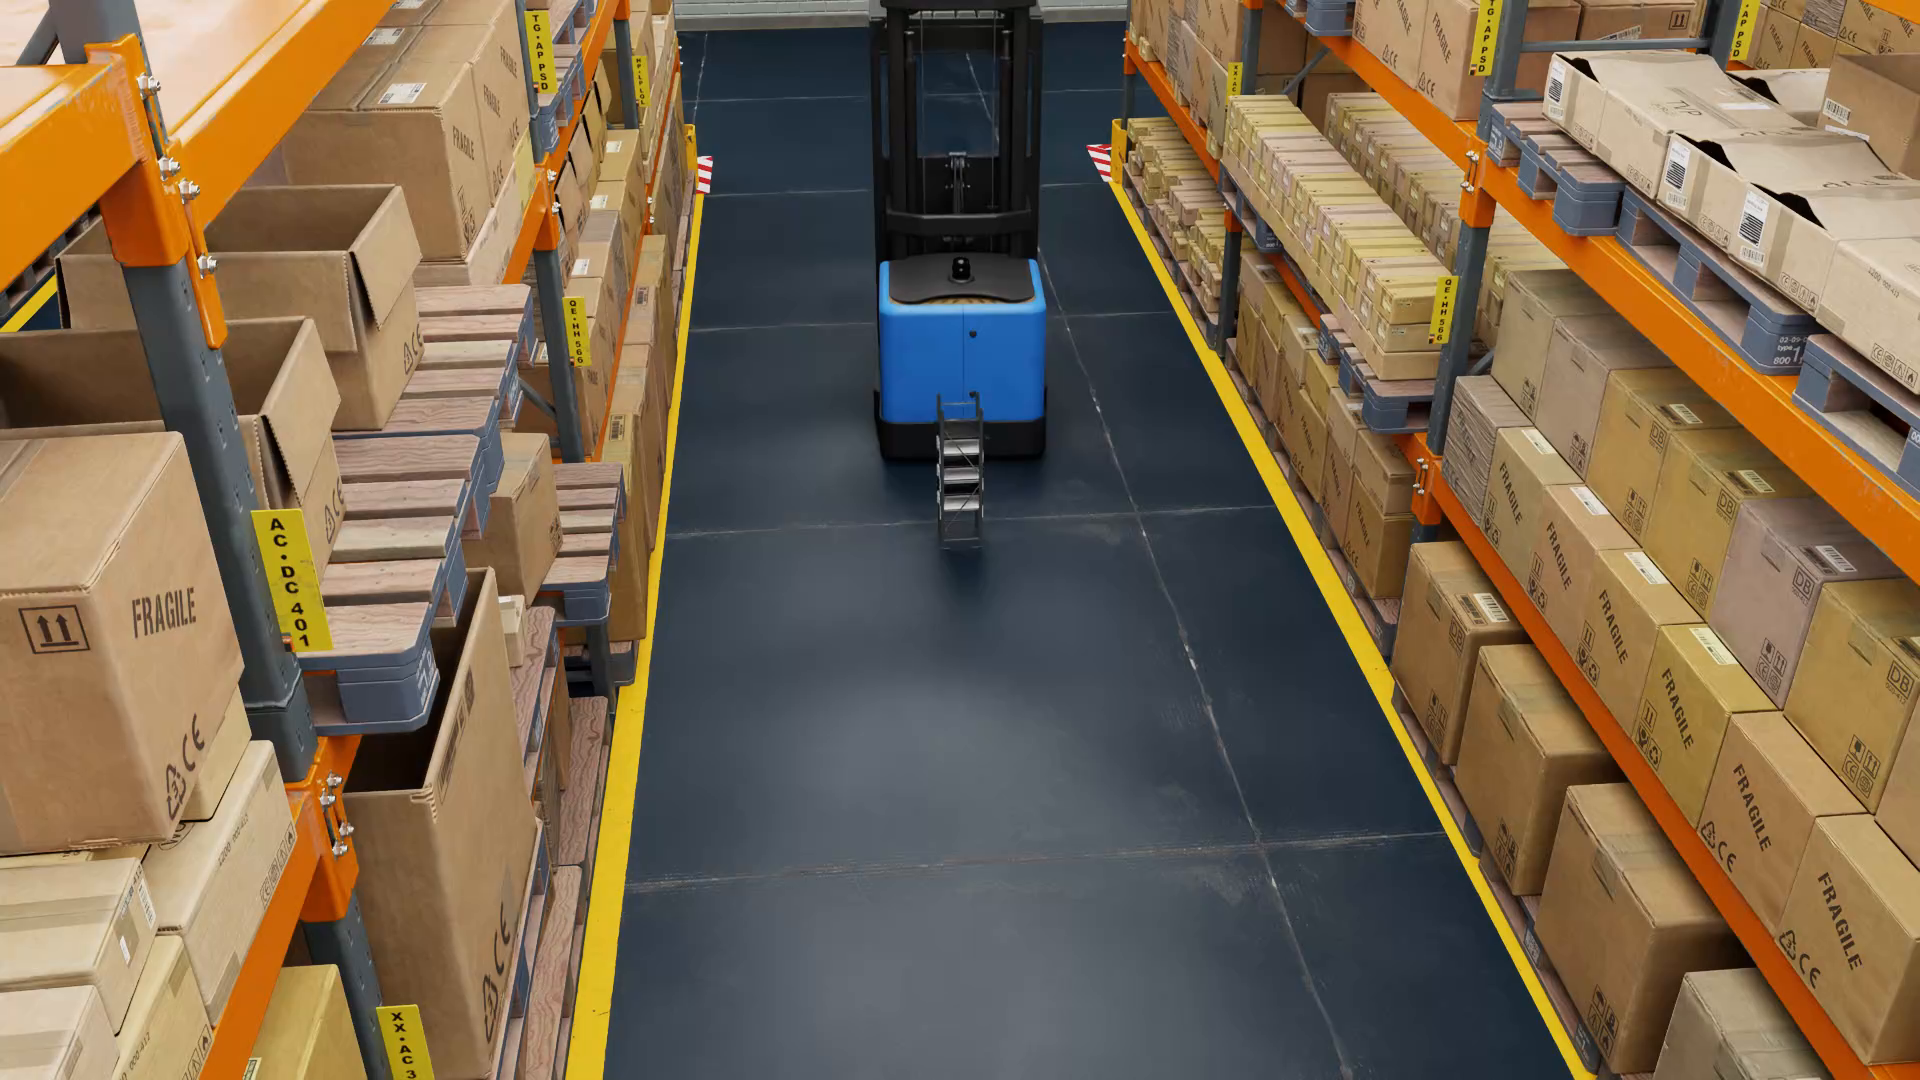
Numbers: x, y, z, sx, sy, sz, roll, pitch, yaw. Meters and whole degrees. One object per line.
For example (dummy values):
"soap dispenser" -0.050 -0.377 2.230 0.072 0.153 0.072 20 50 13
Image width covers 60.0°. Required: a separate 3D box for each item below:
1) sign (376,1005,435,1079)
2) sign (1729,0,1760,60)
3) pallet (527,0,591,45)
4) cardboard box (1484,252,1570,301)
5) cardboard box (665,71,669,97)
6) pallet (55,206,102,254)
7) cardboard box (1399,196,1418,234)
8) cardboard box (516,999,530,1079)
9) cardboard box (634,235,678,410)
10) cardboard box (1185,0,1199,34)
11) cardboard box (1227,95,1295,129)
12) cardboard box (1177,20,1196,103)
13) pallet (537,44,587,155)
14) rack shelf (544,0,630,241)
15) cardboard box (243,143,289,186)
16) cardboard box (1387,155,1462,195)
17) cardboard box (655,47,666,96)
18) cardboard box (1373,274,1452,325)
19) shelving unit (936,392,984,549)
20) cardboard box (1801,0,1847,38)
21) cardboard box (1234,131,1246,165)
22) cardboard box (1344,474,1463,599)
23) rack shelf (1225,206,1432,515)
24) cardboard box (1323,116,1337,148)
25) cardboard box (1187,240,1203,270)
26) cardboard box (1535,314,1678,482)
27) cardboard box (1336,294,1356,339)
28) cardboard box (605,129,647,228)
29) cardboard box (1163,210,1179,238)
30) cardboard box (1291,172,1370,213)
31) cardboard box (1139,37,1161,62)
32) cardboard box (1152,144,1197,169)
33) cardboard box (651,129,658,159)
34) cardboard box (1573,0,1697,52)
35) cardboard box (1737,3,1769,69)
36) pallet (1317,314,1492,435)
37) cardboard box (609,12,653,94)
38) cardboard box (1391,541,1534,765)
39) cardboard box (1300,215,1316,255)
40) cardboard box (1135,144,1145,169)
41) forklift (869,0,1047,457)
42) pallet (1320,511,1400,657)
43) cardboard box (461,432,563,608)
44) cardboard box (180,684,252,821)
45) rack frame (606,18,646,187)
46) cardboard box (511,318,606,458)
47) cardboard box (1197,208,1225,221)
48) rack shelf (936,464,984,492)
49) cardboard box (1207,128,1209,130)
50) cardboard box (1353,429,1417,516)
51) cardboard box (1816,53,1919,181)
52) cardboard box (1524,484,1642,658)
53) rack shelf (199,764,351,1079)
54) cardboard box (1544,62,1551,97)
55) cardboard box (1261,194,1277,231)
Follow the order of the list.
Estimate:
"sign" -1.309 1.221 3.937 0.100 0.325 0.005 -3 31 -5
"sign" 3.279 -2.172 6.954 0.100 0.325 0.005 -3 31 -5
"pallet" -2.443 -2.523 8.308 1.003 0.211 1.213 -1 31 -2
"cardboard box" 2.847 -1.316 8.283 0.380 0.149 0.250 -4 31 -6
"cardboard box" -2.487 -3.576 13.057 0.380 0.149 0.250 -3 31 -4
"pallet" -7.863 -2.646 13.975 1.003 0.211 1.213 -3 31 -5
"cardboard box" 2.729 -1.857 9.480 0.380 0.149 0.250 -2 31 -3
"cardboard box" -1.963 1.663 6.051 0.700 0.500 0.500 -5 31 -9
"cardboard box" -2.516 -1.404 10.838 1.225 0.875 0.875 -3 31 -4
"cardboard box" 1.951 -4.000 12.160 0.500 0.500 0.500 -2 31 -3
"cardboard box" 1.930 -2.752 10.689 0.380 0.149 0.250 -1 31 -2
"cardboard box" 1.933 -3.571 12.416 0.500 0.500 0.500 -3 31 -5
"pallet" -2.335 -1.952 7.353 1.213 0.211 1.003 -1 31 -2
"rack shelf" -2.409 -2.419 8.652 1.077 0.370 4.000 -3 31 -5
"cardboard box" -2.337 -1.197 5.319 0.500 0.500 0.500 -4 31 -6
"cardboard box" 2.704 -2.114 9.621 0.380 0.149 0.250 -4 31 -7
"cardboard box" -2.513 -3.548 12.621 0.500 0.250 0.500 -3 31 -4
"cardboard box" 2.223 -1.162 8.025 0.380 0.149 0.250 -4 31 -7
"shelving unit" -0.001 -0.390 9.527 0.258 0.900 0.210 -3 31 -5
"cardboard box" 6.855 -4.155 12.709 0.500 0.500 0.500 -2 31 -4
"cardboard box" 1.957 -2.492 10.543 0.380 0.149 0.250 -3 31 -6
"cardboard box" 2.403 -0.036 8.914 0.500 0.500 0.500 -3 31 -5
"rack shelf" 2.538 -1.318 9.733 1.077 0.370 4.000 -3 31 -5
"cardboard box" 2.585 -2.654 10.814 0.380 0.149 0.250 -2 31 -3
"cardboard box" 1.925 -2.151 12.507 0.380 0.149 0.250 -4 31 -6
"cardboard box" 2.806 -0.590 6.740 0.700 0.500 0.500 -3 31 -5
"cardboard box" 2.176 -1.166 8.613 0.380 0.149 0.250 -2 31 -4
"cardboard box" -2.281 -2.279 10.543 0.500 0.500 0.500 -3 31 -4
"cardboard box" 1.866 -2.574 13.506 0.380 0.149 0.250 -3 31 -5
"cardboard box" 2.081 -1.955 9.353 0.380 0.149 0.250 -2 31 -3
"cardboard box" 1.719 -4.133 13.990 0.380 0.149 0.250 -4 31 -6
"cardboard box" 1.836 -3.225 14.016 0.380 0.149 0.250 -4 31 -7
"cardboard box" -2.342 -2.789 11.740 0.380 0.149 0.250 -2 31 -3
"cardboard box" 2.937 -2.240 7.554 0.500 0.500 0.500 -3 31 -5
"cardboard box" 6.760 -4.245 13.835 0.500 0.500 0.500 -3 31 -5
"pallet" 2.553 -0.882 8.489 1.213 0.211 1.003 -3 31 -5
"cardboard box" -2.425 -3.355 11.568 0.500 0.500 0.500 -3 31 -5
"cardboard box" 2.693 0.495 7.780 1.050 0.750 0.750 -3 31 -5
"cardboard box" 2.103 -1.694 9.208 0.380 0.149 0.250 -2 31 -3
"cardboard box" 1.741 -3.352 14.517 0.380 0.149 0.250 -3 31 -5
"forklift" -0.034 -2.502 11.080 1.130 2.935 3.031 -1 31 -2
"pallet" 2.654 0.193 9.222 1.003 0.211 1.213 -3 31 -5
"cardboard box" -1.980 -0.089 6.467 0.700 0.500 0.500 2 31 3
"cardboard box" -1.531 0.380 3.021 0.380 0.149 0.250 -2 31 -3
"rack frame" -2.596 -2.462 10.946 1.000 3.000 0.127 -3 31 -5
"cardboard box" -1.997 -0.723 7.939 0.500 0.500 0.500 -2 31 -3
"cardboard box" 2.019 -2.420 12.667 0.380 0.149 0.250 -2 31 -3
"rack shelf" -0.001 -0.362 9.544 0.258 0.077 0.200 -3 31 -5
"cardboard box" 1.994 -2.940 11.992 0.380 0.149 0.250 -2 31 -3
"cardboard box" 2.400 -0.371 8.743 0.500 0.250 0.500 -3 31 -6
"cardboard box" 3.166 -1.285 5.447 0.500 0.500 0.500 -3 31 -5
"cardboard box" 2.595 0.111 6.542 0.500 0.500 0.500 -3 31 -5
"rack shelf" -1.662 1.665 1.814 1.077 0.370 4.000 -3 31 -5
"cardboard box" 2.597 -1.830 6.703 0.380 0.149 0.250 -4 31 -7
"cardboard box" 2.028 -1.970 9.958 0.380 0.149 0.250 -4 31 -7
